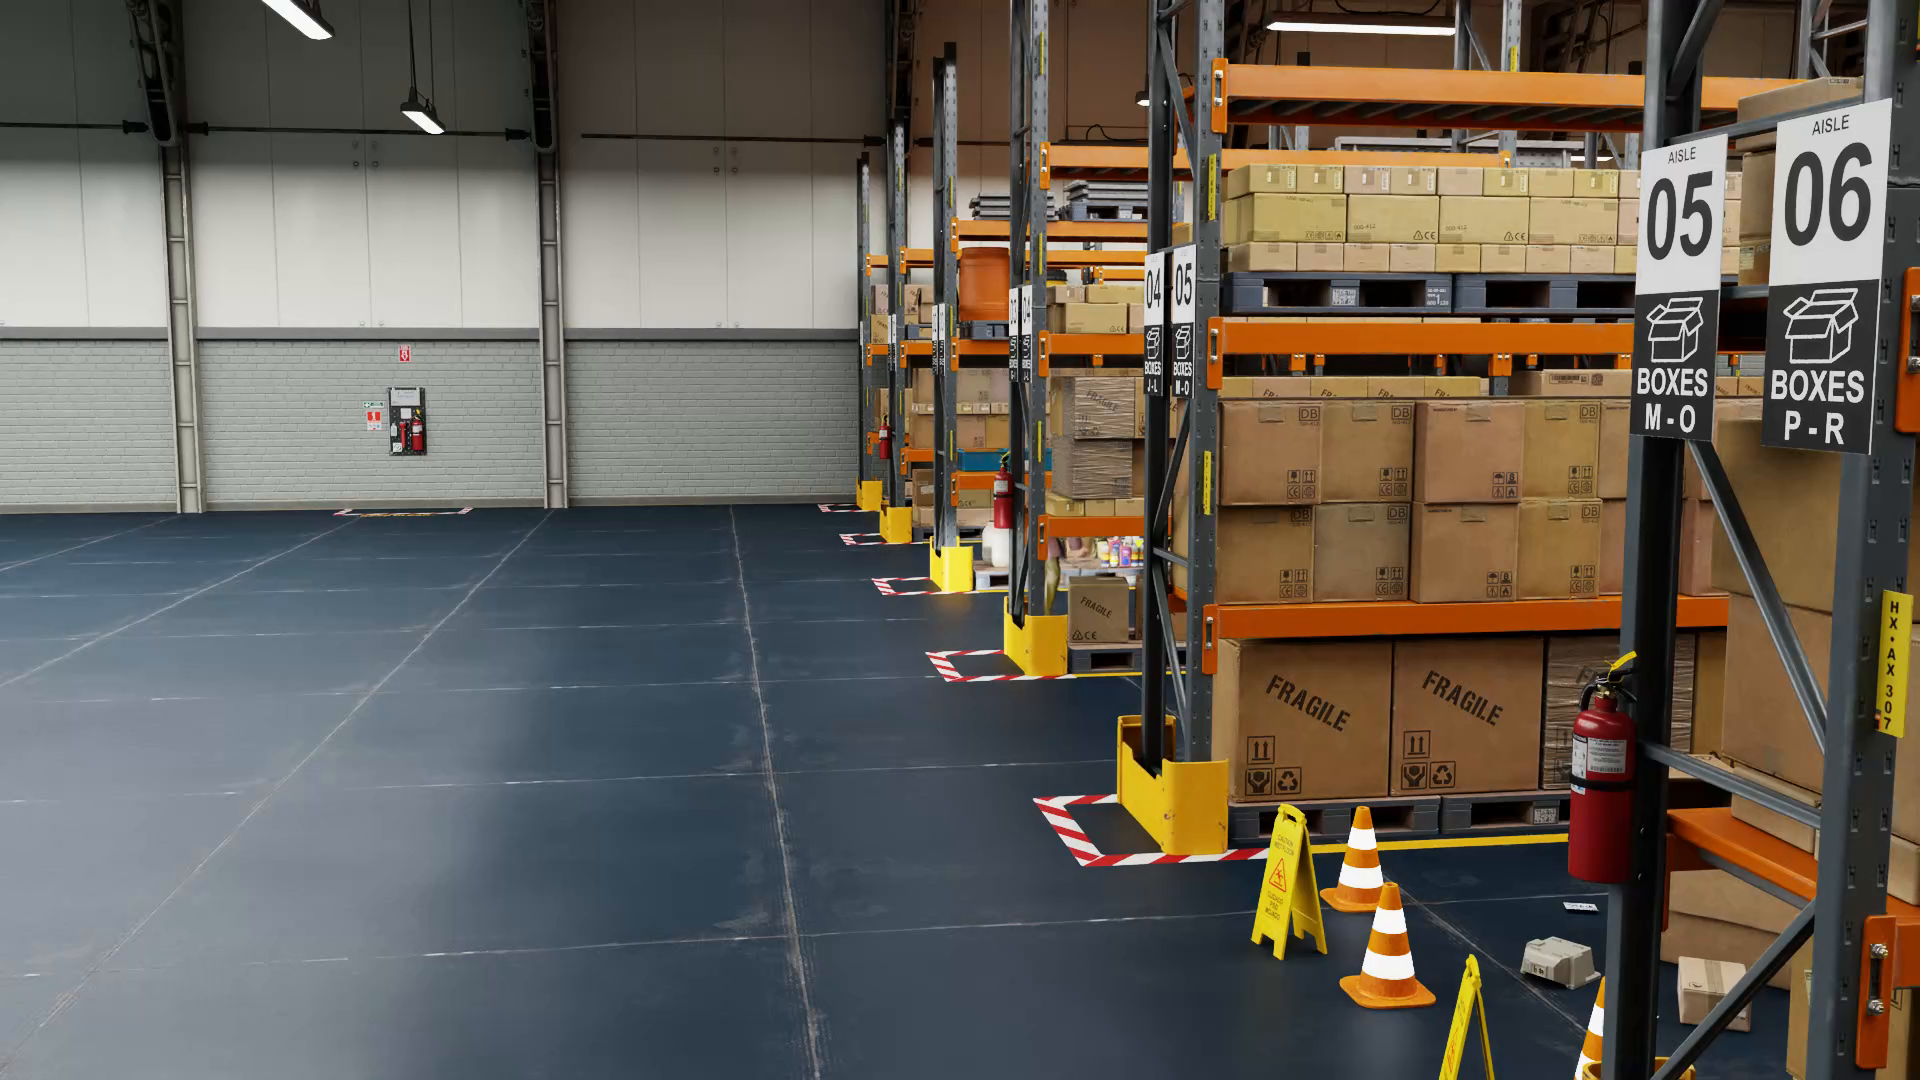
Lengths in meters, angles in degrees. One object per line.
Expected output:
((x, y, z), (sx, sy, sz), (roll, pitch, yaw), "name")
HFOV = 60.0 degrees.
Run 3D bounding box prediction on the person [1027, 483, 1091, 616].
((0.967, 0.014, 16.367), (0.697, 1.626, 0.544), (-1, 6, -10), "person")
